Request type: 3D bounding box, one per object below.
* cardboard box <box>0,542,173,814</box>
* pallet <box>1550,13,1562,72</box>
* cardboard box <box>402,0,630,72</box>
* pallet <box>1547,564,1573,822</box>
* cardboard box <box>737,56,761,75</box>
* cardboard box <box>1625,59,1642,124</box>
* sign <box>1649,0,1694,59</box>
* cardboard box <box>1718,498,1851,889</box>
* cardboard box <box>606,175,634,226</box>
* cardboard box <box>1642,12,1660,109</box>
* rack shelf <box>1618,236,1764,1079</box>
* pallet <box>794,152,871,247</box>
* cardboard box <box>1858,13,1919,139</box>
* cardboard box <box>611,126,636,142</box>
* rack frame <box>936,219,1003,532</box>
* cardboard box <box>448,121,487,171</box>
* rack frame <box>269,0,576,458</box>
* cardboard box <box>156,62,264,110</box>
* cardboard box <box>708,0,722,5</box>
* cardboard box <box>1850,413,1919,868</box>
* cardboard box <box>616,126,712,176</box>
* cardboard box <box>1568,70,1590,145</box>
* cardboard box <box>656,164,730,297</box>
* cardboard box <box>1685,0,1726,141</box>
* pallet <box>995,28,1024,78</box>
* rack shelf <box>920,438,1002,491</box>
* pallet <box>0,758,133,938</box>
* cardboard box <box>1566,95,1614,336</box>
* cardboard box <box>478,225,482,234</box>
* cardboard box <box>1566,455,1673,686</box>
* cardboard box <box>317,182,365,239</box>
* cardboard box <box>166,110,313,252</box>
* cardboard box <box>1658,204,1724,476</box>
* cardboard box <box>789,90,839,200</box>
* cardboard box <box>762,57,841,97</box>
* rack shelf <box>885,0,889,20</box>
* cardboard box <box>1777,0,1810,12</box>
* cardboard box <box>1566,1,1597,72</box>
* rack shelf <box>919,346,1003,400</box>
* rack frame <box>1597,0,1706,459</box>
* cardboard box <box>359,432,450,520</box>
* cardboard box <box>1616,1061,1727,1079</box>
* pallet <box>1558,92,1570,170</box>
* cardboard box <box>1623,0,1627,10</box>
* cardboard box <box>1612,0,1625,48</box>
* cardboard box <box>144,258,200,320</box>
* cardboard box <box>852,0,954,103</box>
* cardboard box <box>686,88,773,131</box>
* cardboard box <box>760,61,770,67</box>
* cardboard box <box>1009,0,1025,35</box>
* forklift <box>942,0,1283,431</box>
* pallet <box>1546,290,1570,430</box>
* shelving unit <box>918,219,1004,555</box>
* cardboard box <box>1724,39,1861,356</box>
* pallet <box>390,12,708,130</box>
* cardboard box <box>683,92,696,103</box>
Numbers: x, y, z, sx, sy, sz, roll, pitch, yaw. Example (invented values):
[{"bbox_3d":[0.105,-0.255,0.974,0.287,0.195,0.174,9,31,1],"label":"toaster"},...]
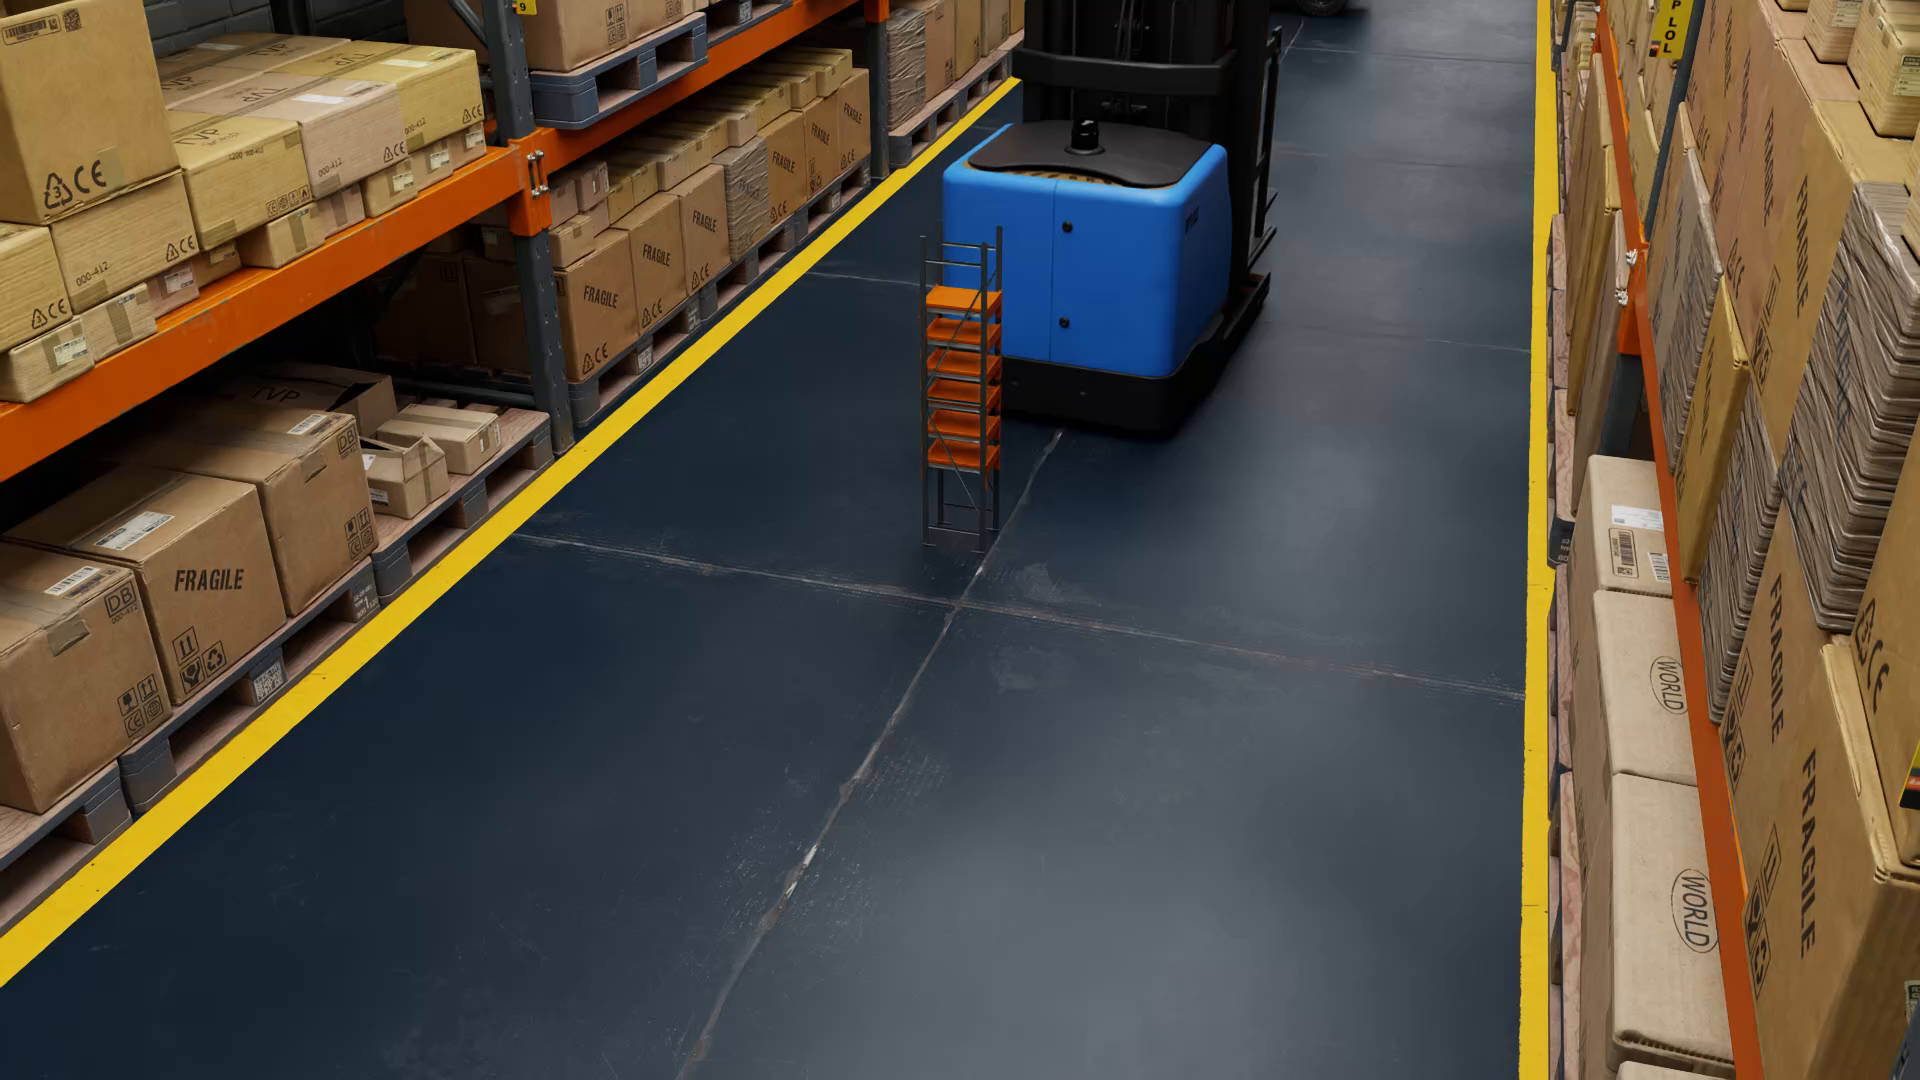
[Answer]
[{"bbox_3d":[-2.722,0.355,4.666,0.700,0.500,0.500,10,31,17],"label":"cardboard box"},{"bbox_3d":[5.152,-3.860,12.972,1.003,0.211,1.213,8,30,15],"label":"pallet"},{"bbox_3d":[-1.750,-2.170,6.531,0.700,0.500,0.500,9,30,16],"label":"cardboard box"},{"bbox_3d":[2.342,0.517,5.103,1.003,0.211,1.213,8,30,15],"label":"pallet"},{"bbox_3d":[-1.383,-2.786,9.644,0.380,0.149,0.250,10,31,17],"label":"cardboard box"},{"bbox_3d":[2.848,-1.691,6.358,0.500,0.250,0.500,8,30,14],"label":"cardboard box"},{"bbox_3d":[2.119,-1.588,4.910,0.100,0.325,0.005,8,30,15],"label":"sign"},{"bbox_3d":[1.516,0.278,2.561,0.500,0.500,0.500,8,30,14],"label":"cardboard box"},{"bbox_3d":[-1.675,-1.514,7.359,0.380,0.149,0.250,7,30,12],"label":"cardboard box"},{"bbox_3d":[2.677,-1.670,5.806,0.500,0.250,0.500,9,30,16],"label":"cardboard box"},{"bbox_3d":[2.053,0.200,3.545,1.077,0.370,4.000,8,30,15],"label":"rack shelf"},{"bbox_3d":[-1.187,-2.049,9.716,1.003,0.211,1.213,8,30,15],"label":"pallet"},{"bbox_3d":[1.702,-0.745,2.705,0.380,0.149,0.250,9,30,16],"label":"cardboard box"},{"bbox_3d":[-1.831,-2.058,8.336,0.380,0.149,0.250,7,30,13],"label":"cardboard box"},{"bbox_3d":[0.031,-0.574,6.047,0.240,1.200,0.006,8,30,15],"label":"rack frame"},{"bbox_3d":[-1.958,-1.456,6.041,0.380,0.149,0.250,9,30,16],"label":"cardboard box"},{"bbox_3d":[-2.106,-1.750,6.311,1.000,3.000,0.127,8,30,15],"label":"rack frame"},{"bbox_3d":[-2.650,-1.389,5.510,0.500,0.250,0.500,8,30,14],"label":"cardboard box"},{"bbox_3d":[-1.368,-2.776,7.619,0.700,0.500,0.500,8,30,15],"label":"cardboard box"},{"bbox_3d":[1.380,0.077,1.896,0.500,0.500,0.500,9,30,17],"label":"cardboard box"},{"bbox_3d":[-1.423,-1.869,7.997,0.380,0.149,0.250,10,30,17],"label":"cardboard box"},{"bbox_3d":[4.198,-2.543,10.007,0.950,0.372,0.625,8,30,14],"label":"cardboard box"},{"bbox_3d":[-1.451,-1.514,8.026,0.500,0.500,0.500,8,30,13],"label":"cardboard box"},{"bbox_3d":[2.269,-1.338,4.438,0.500,0.500,0.500,9,30,15],"label":"cardboard box"},{"bbox_3d":[0.063,-3.902,13.046,1.003,0.211,1.213,8,30,15],"label":"pallet"},{"bbox_3d":[0.004,-0.282,6.109,0.258,0.103,0.180,8,30,15],"label":"rack shelf"},{"bbox_3d":[-3.025,0.921,4.377,1.003,0.211,1.213,8,30,15],"label":"pallet"},{"bbox_3d":[3.266,-1.435,7.497,0.875,0.875,0.875,9,30,15],"label":"cardboard box"},{"bbox_3d":[-2.201,-1.460,7.261,0.380,0.149,0.250,9,30,15],"label":"cardboard box"},{"bbox_3d":[2.353,0.169,5.064,0.875,0.438,0.875,8,30,14],"label":"cardboard box"},{"bbox_3d":[-2.170,-1.090,5.382,0.380,0.149,0.250,9,30,16],"label":"cardboard box"},{"bbox_3d":[-2.314,-1.078,4.951,0.500,0.250,0.500,8,30,15],"label":"cardboard box"},{"bbox_3d":[1.948,-0.443,3.858,0.500,0.500,0.500,9,30,15],"label":"cardboard box"},{"bbox_3d":[-1.007,-2.242,9.334,0.500,0.500,0.500,8,30,14],"label":"cardboard box"},{"bbox_3d":[-0.885,-2.587,9.287,0.380,0.149,0.250,7,30,12],"label":"cardboard box"},{"bbox_3d":[-0.345,-4.224,11.498,1.077,0.370,4.000,8,30,15],"label":"rack shelf"},{"bbox_3d":[1.968,-1.226,3.569,0.380,0.149,0.250,8,30,13],"label":"cardboard box"},{"bbox_3d":[4.837,-3.553,11.822,0.950,0.372,0.625,9,30,16],"label":"cardboard box"},{"bbox_3d":[0.004,-0.597,5.934,0.258,0.103,0.180,8,30,15],"label":"rack shelf"},{"bbox_3d":[2.640,-1.044,5.041,1.000,3.000,0.127,8,30,15],"label":"rack frame"},{"bbox_3d":[-2.094,-0.272,6.034,0.396,0.266,0.258,10,30,17],"label":"cardboard box"},{"bbox_3d":[1.564,1.430,2.797,0.875,0.438,0.875,7,30,13],"label":"cardboard box"},{"bbox_3d":[4.405,-2.612,10.728,1.003,0.211,1.213,8,30,15],"label":"pallet"},{"bbox_3d":[3.119,-2.385,7.093,0.500,0.250,0.500,8,30,15],"label":"cardboard box"},{"bbox_3d":[3.296,-2.404,7.641,0.500,0.250,0.500,8,30,13],"label":"cardboard box"},{"bbox_3d":[-2.428,-0.742,4.756,0.380,0.149,0.250,8,30,15],"label":"cardboard box"},{"bbox_3d":[-0.551,-3.348,11.193,0.875,0.625,0.625,9,30,17],"label":"cardboard box"},{"bbox_3d":[-1.198,-2.239,8.661,0.380,0.149,0.250,8,30,14],"label":"cardboard box"},{"bbox_3d":[-1.324,-2.544,9.878,0.500,0.500,0.500,10,31,17],"label":"cardboard box"},{"bbox_3d":[0.100,-4.370,13.030,0.875,0.625,0.625,10,31,17],"label":"cardboard box"},{"bbox_3d":[0.918,-2.433,7.608,1.130,2.935,3.031,11,31,18],"label":"forklift"},{"bbox_3d":[3.151,-0.763,7.405,1.003,0.211,1.213,8,30,15],"label":"pallet"},{"bbox_3d":[0.004,-0.531,5.970,0.258,1.200,0.189,8,30,15],"label":"shelving unit"},{"bbox_3d":[1.803,-0.633,3.172,0.500,0.500,0.500,8,30,14],"label":"cardboard box"},{"bbox_3d":[-1.767,-2.022,6.997,1.003,0.211,1.213,8,30,15],"label":"pallet"},{"bbox_3d":[-1.651,-2.426,8.998,0.380,0.149,0.250,7,30,13],"label":"cardboard box"}]
